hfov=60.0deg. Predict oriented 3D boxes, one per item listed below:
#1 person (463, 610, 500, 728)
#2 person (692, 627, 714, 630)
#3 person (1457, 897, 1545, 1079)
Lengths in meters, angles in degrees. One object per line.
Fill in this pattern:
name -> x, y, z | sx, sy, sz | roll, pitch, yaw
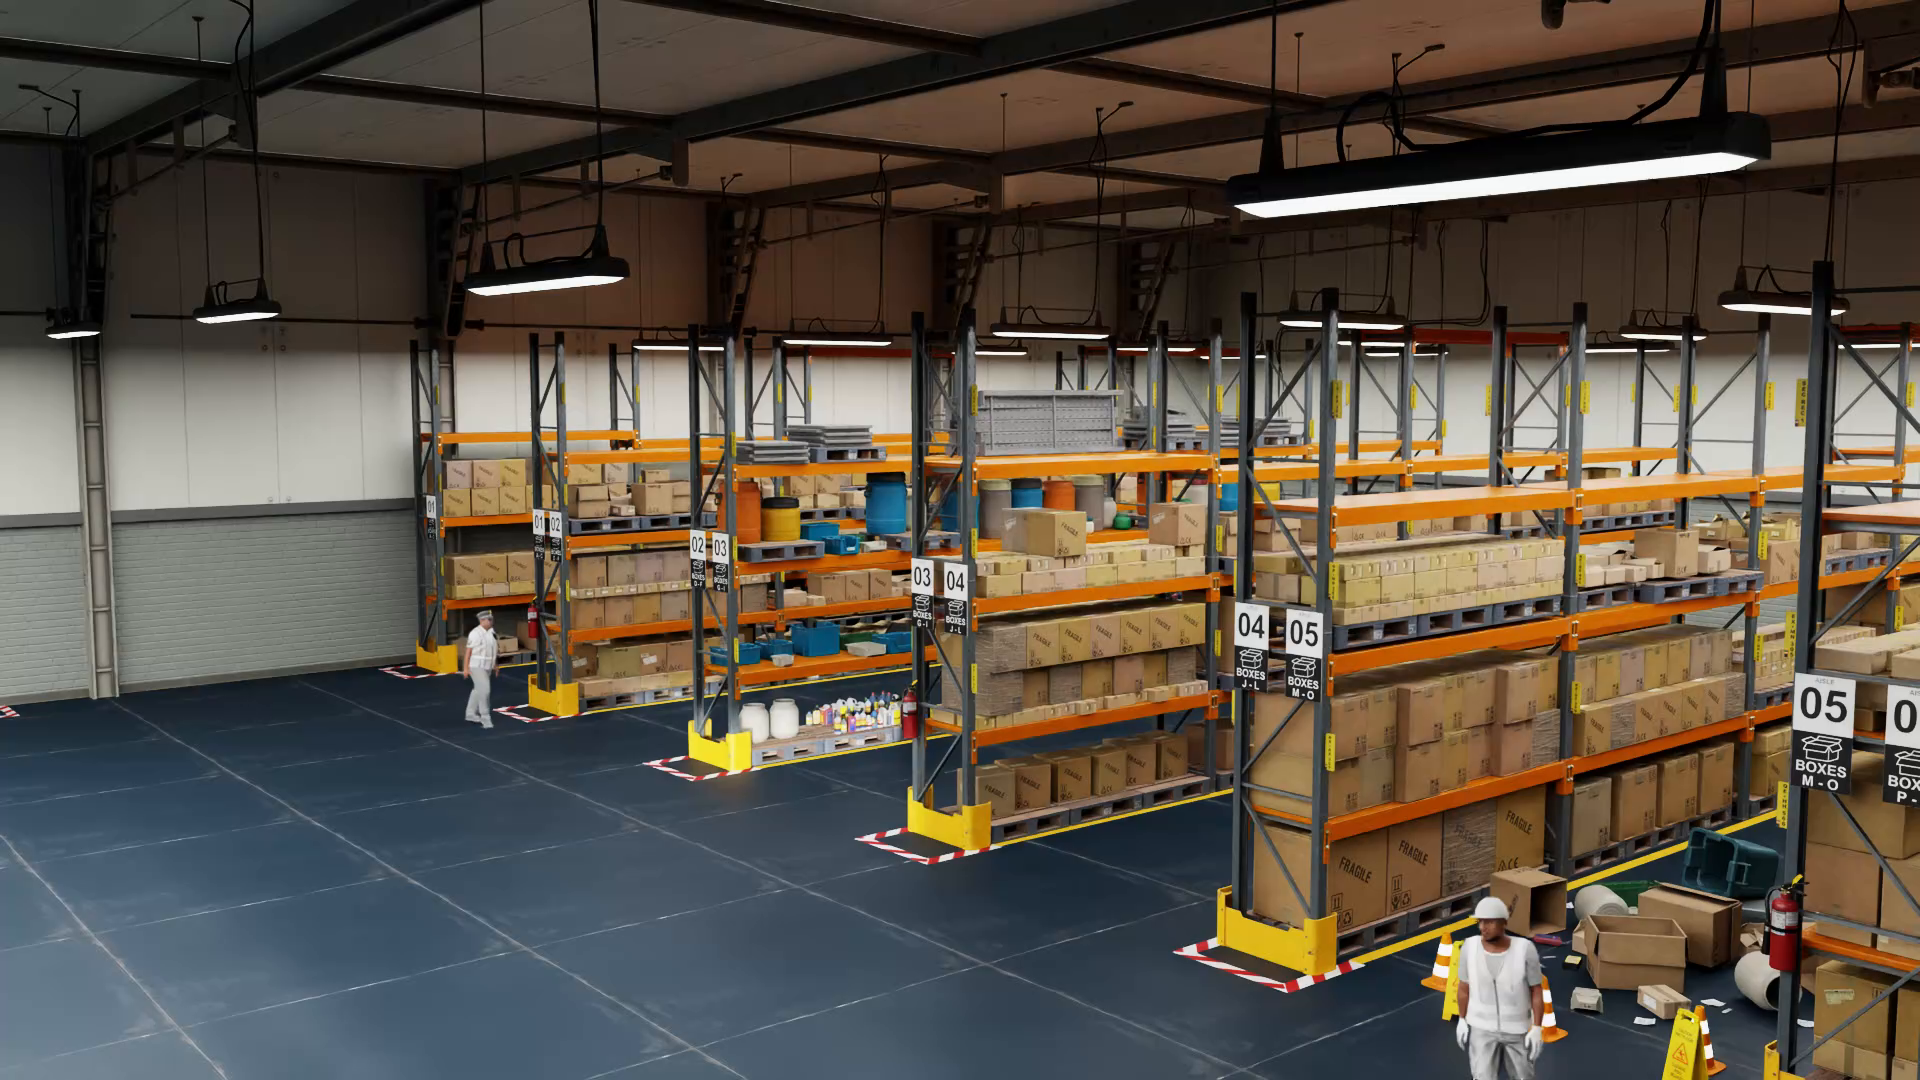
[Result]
person -> -7.309, 1.959, 25.417 | 0.666, 1.807, 0.576 | 2, 6, 19
person -> -4.889, 1.353, 32.411 | 0.492, 1.578, 0.947 | 5, 7, 43
person -> 3.613, 3.267, 11.144 | 0.549, 1.744, 0.896 | 2, 6, 18
